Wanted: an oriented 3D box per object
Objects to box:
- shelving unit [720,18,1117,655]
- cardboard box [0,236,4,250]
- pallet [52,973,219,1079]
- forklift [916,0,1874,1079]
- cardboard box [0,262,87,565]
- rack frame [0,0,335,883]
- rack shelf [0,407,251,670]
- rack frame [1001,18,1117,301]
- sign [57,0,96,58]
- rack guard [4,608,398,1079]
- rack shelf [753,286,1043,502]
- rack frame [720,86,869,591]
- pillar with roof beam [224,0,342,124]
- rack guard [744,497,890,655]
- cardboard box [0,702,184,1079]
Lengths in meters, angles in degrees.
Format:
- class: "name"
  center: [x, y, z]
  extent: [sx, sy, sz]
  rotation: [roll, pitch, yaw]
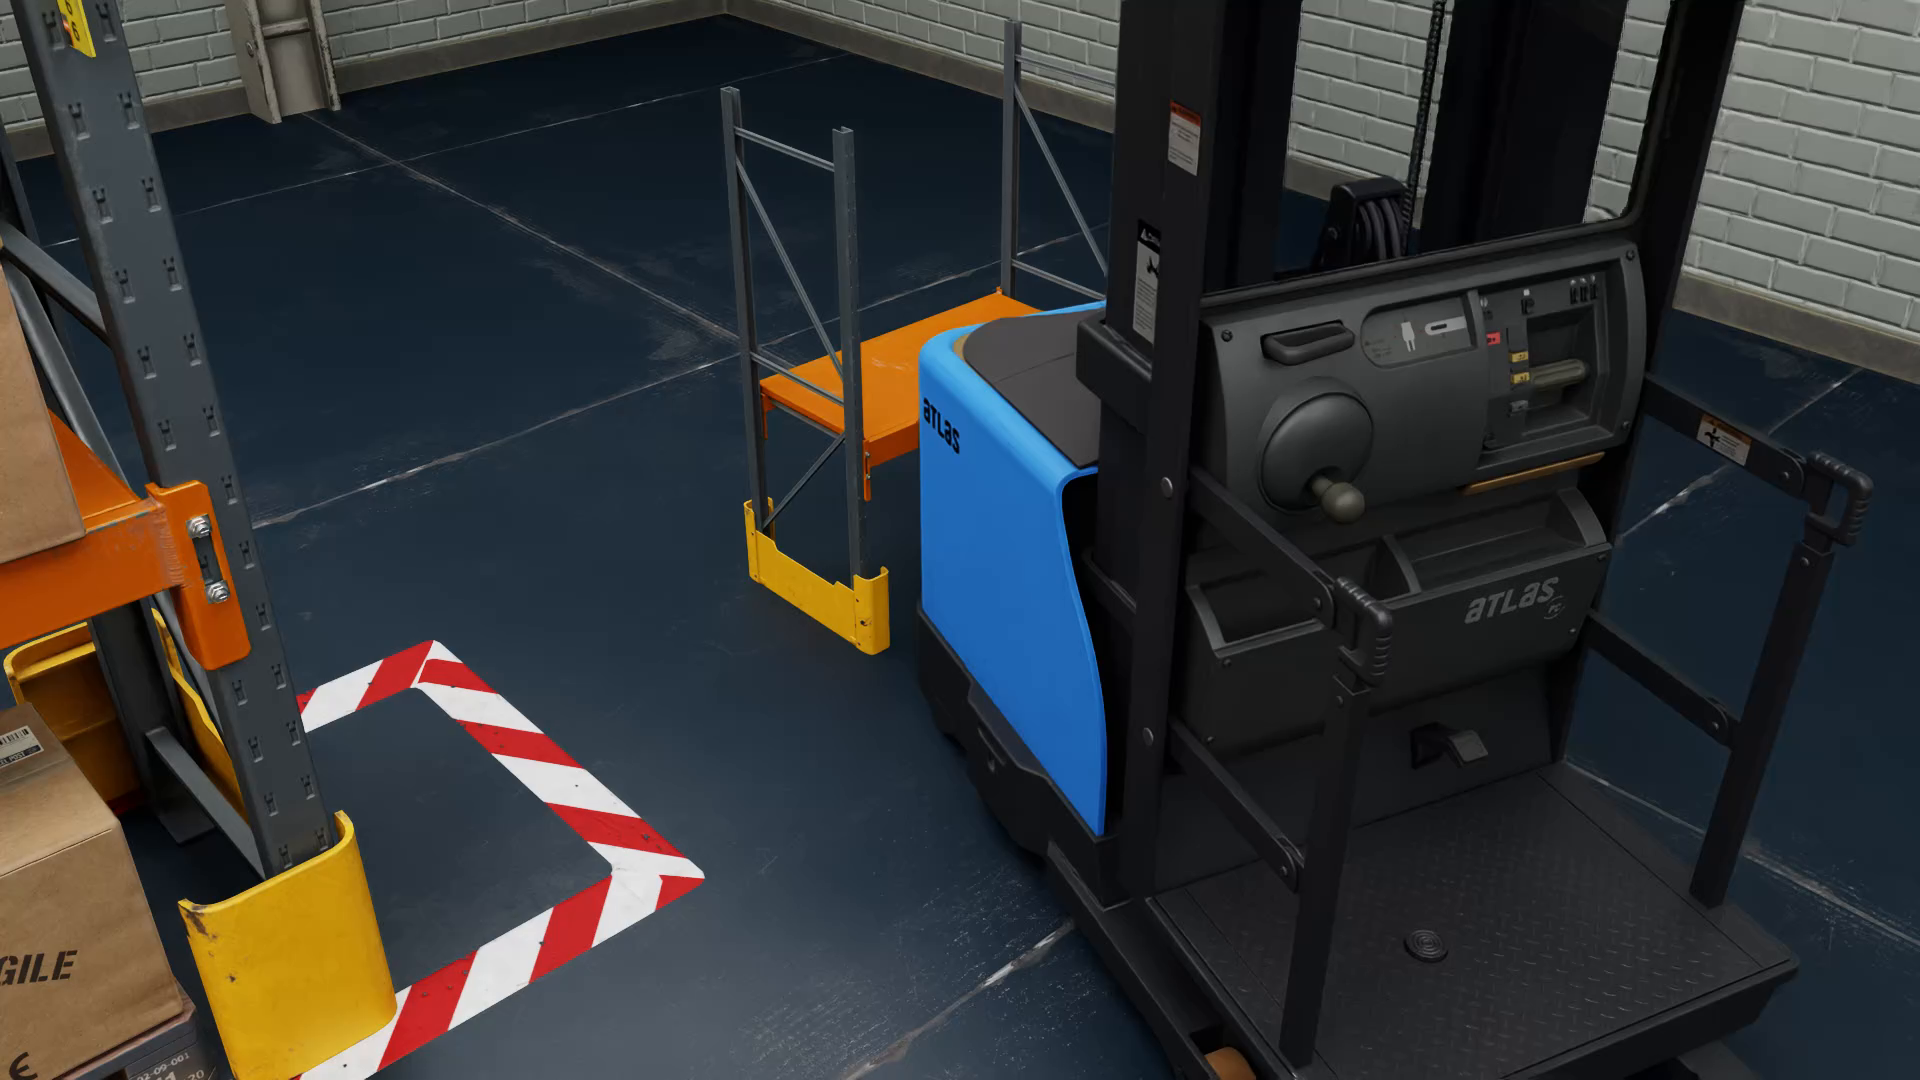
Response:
- class: "shelving unit"
  center: [-0.056, -0.613, 4.815]
  extent: [1.083, 1.500, 0.587]
  rotation: [-26, 40, -35]
- class: "cardboard box"
  center: [-1.795, -0.655, 2.392]
  extent: [0.500, 0.500, 0.500]
  rotation: [-26, 40, -36]
- class: "pallet"
  center: [-2.295, 1.051, 3.330]
  extent: [1.213, 0.211, 1.003]
  rotation: [-26, 40, -35]
- class: "forklift"
  center: [0.950, -0.236, 2.826]
  extent: [1.130, 2.935, 3.031]
  rotation: [-13, 34, -21]
- class: "cardboard box"
  center: [-1.799, -0.229, 2.653]
  extent: [0.500, 0.500, 0.500]
  rotation: [-24, 39, -34]
- class: "rack frame"
  center: [-1.655, -0.449, 3.109]
  extent: [0.127, 3.000, 1.000]
  rotation: [-26, 40, -35]
- class: "rack shelf"
  center: [-3.122, 0.567, 2.137]
  extent: [4.000, 0.370, 1.077]
  rotation: [-26, 40, -35]
- class: "rack frame"
  center: [0.310, -0.790, 5.104]
  extent: [0.032, 1.500, 0.500]
  rotation: [-26, 40, -35]
- class: "sign"
  center: [-1.293, -0.859, 2.366]
  extent: [0.005, 0.325, 0.100]
  rotation: [-26, 40, -35]
- class: "rack guard"
  center: [-1.711, 0.644, 3.717]
  extent: [0.348, 0.500, 1.175]
  rotation: [-26, 40, -35]
- class: "rack shelf"
  center: [-0.063, -0.456, 4.903]
  extent: [1.000, 0.185, 0.538]
  rotation: [-26, 40, -35]
- class: "rack frame"
  center: [-0.435, -0.429, 4.514]
  extent: [0.032, 1.500, 0.500]
  rotation: [-26, 40, -35]
- class: "pillar with roof beam"
  center: [-0.707, -4.544, 4.055]
  extent: [0.400, 9.000, 9.100]
  rotation: [-26, 40, -35]
- class: "rack guard"
  center: [-0.421, 0.097, 4.852]
  extent: [0.087, 0.250, 0.587]
  rotation: [-26, 40, -35]
- class: "cardboard box"
  center: [-1.887, 0.717, 3.177]
  extent: [0.500, 0.500, 0.500]
  rotation: [-26, 40, -35]
